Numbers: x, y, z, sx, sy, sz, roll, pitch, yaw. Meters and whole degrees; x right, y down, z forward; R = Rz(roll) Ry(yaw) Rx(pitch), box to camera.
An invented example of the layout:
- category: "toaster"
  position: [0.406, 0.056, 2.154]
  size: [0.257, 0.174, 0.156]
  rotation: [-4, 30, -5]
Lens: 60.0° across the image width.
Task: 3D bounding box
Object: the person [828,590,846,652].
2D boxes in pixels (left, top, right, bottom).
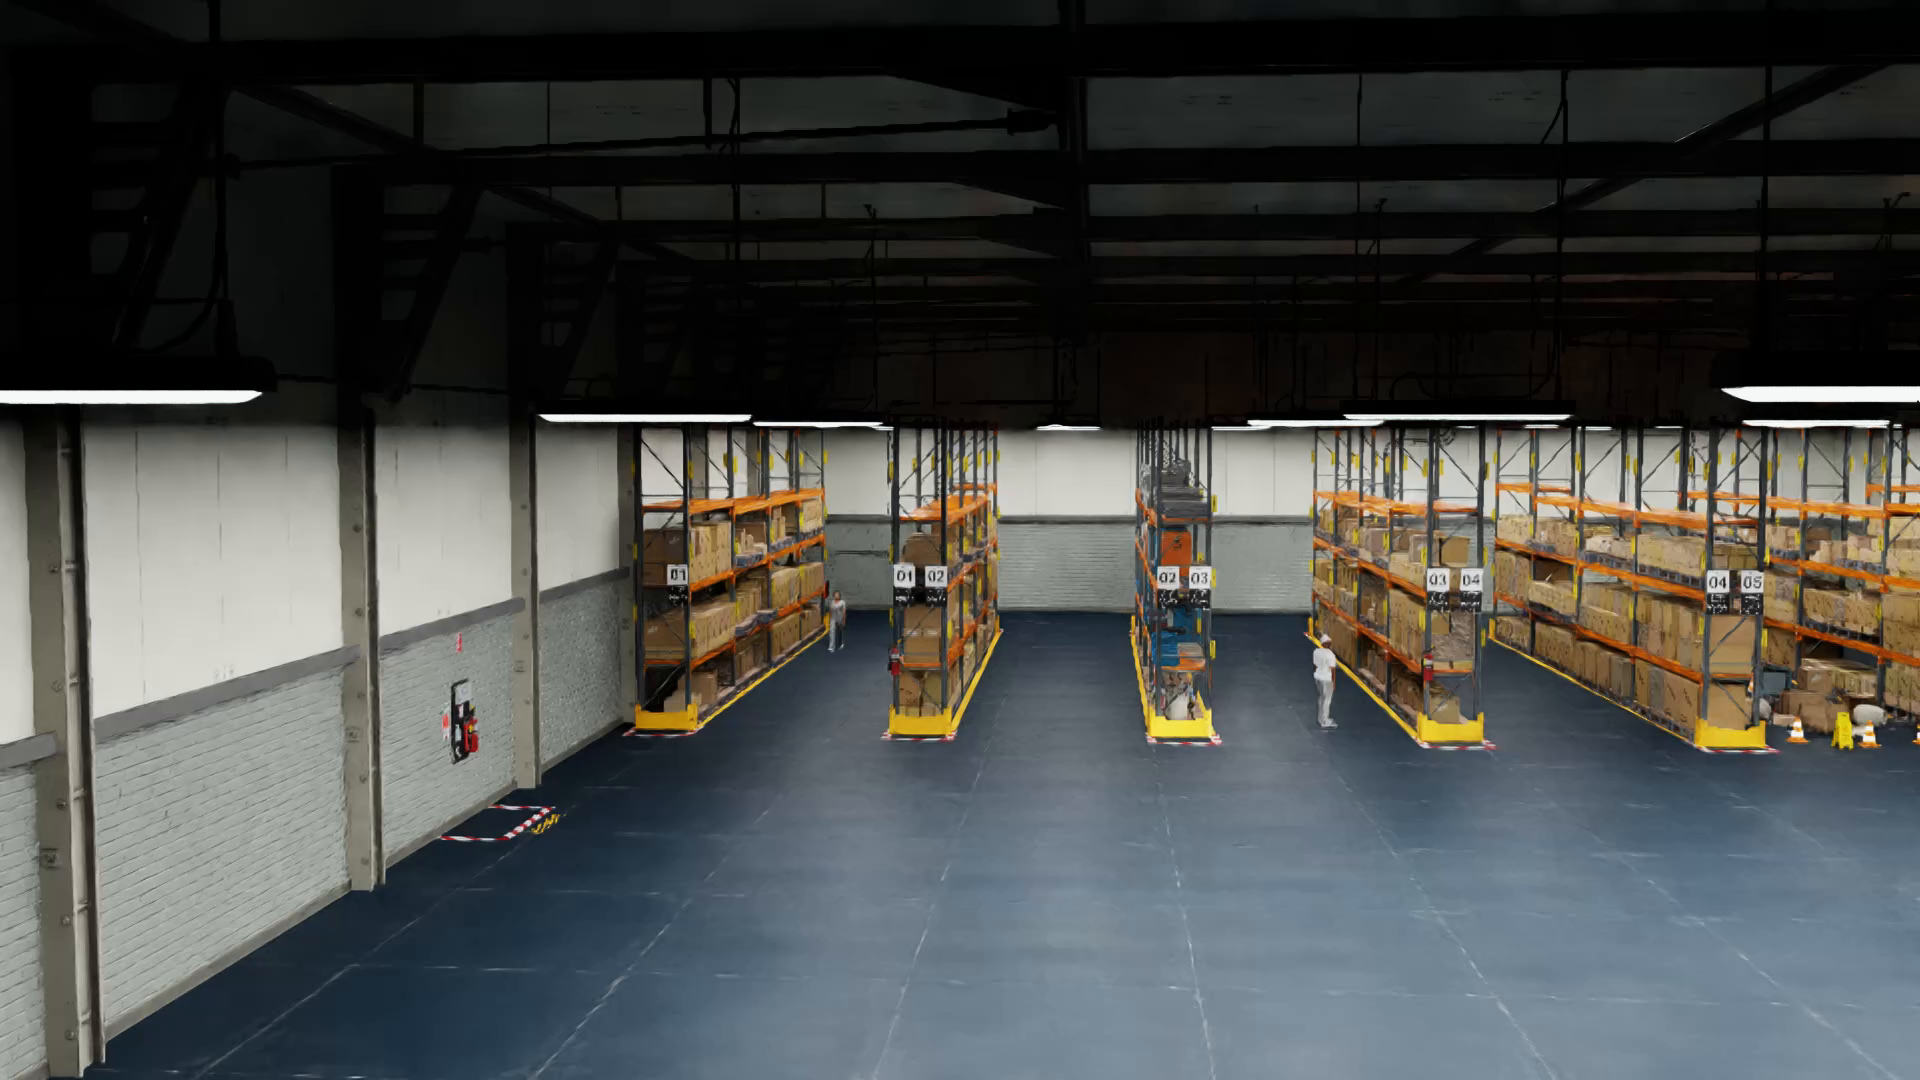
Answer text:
- category: "person"
  position: [-3.179, 2.079, 43.384]
  size: [0.445, 1.591, 0.969]
  rotation: [0, 4, 2]

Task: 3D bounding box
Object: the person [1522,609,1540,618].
- category: "person"
  position: [17.238, 1.654, 50.136]
  size: [0.523, 1.594, 0.936]
  rotation: [2, 4, 29]

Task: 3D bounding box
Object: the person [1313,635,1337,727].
- category: "person"
  position: [7.128, 2.713, 32.294]
  size: [0.453, 1.768, 0.630]
  rotation: [-2, 4, -25]
